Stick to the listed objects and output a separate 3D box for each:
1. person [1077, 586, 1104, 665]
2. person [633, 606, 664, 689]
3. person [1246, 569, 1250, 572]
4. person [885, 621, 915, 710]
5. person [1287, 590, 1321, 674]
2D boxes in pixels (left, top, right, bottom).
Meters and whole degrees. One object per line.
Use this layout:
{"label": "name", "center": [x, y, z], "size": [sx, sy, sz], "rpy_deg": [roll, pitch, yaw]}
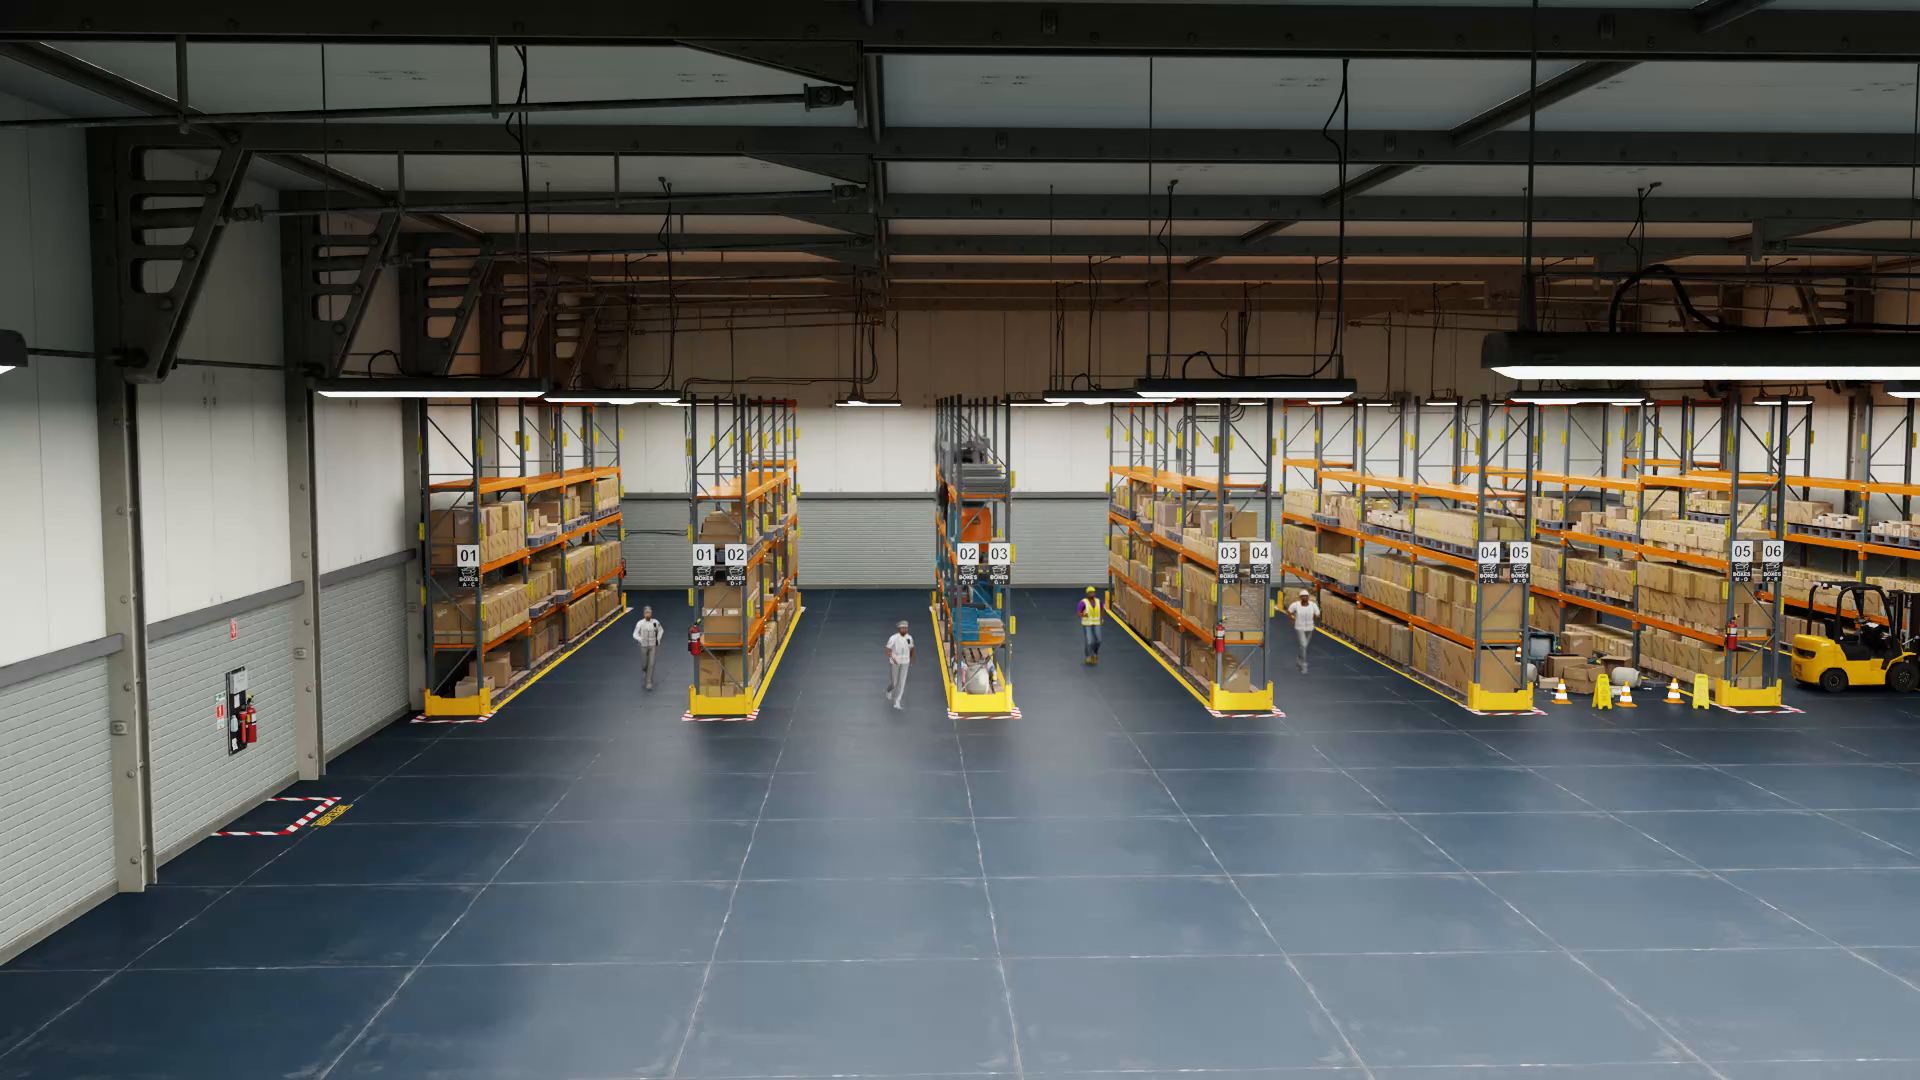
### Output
{"label": "person", "center": [2.961, 1.924, 37.191], "size": [0.677, 1.772, 0.649], "rpy_deg": [-1, 5, -12]}
{"label": "person", "center": [-6.394, 2.185, 34.167], "size": [0.618, 1.669, 0.890], "rpy_deg": [-1, 5, -13]}
{"label": "person", "center": [8.055, 1.237, 45.739], "size": [0.713, 1.825, 0.913], "rpy_deg": [0, 4, -2]}
{"label": "person", "center": [-1.143, 2.383, 32.058], "size": [0.610, 1.683, 0.739], "rpy_deg": [-1, 5, -18]}
{"label": "person", "center": [7.547, 1.981, 36.367], "size": [0.671, 1.811, 0.865], "rpy_deg": [-1, 5, -7]}
